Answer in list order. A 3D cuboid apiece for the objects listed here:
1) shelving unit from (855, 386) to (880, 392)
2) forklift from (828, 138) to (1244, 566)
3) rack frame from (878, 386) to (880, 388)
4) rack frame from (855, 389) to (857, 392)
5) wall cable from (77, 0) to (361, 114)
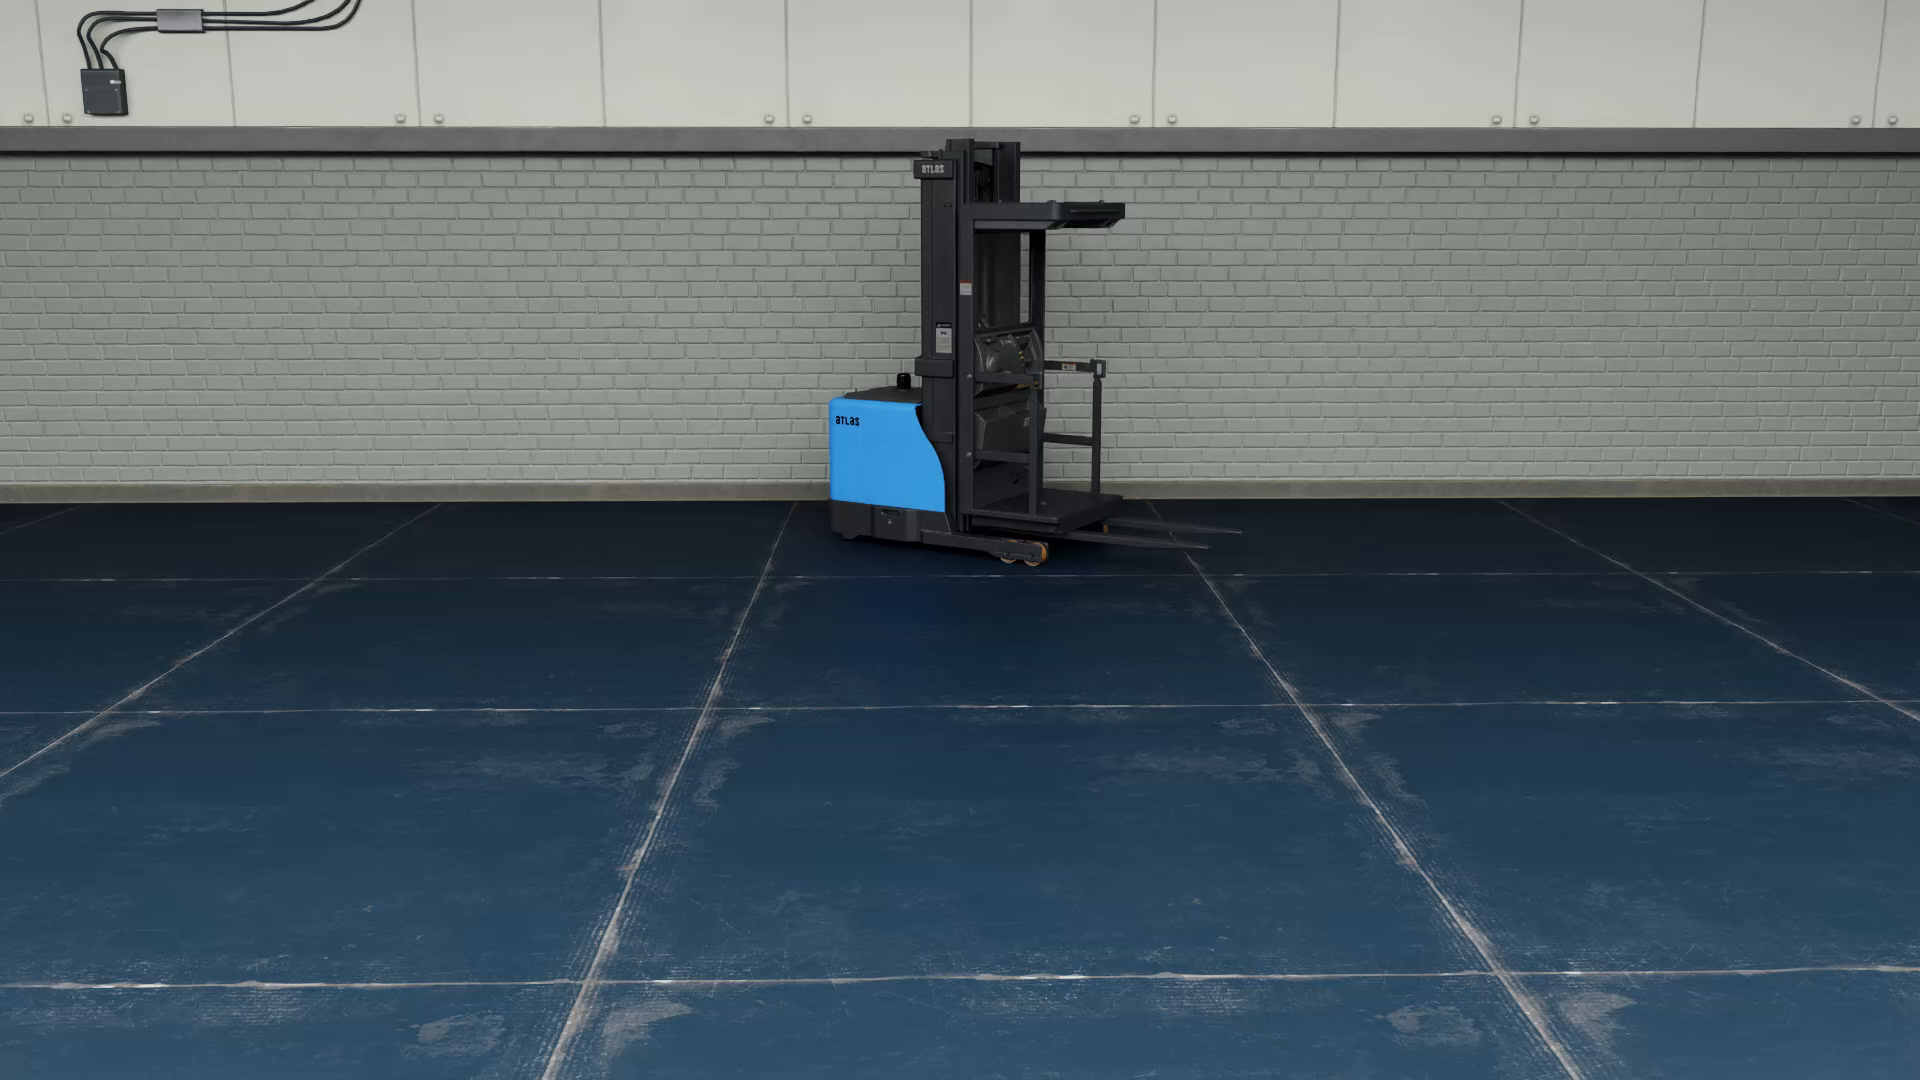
[{"bbox_3d":[-0.672,-0.688,13.309,0.215,1.050,0.252,11,16,43],"label":"shelving unit"},{"bbox_3d":[0.536,-1.373,11.957,3.031,2.935,1.130,7,13,30],"label":"forklift"},{"bbox_3d":[-0.588,-0.705,13.396,0.200,1.050,0.008,11,16,43],"label":"rack frame"},{"bbox_3d":[-0.756,-0.670,13.223,0.200,1.050,0.008,11,16,43],"label":"rack frame"},{"bbox_3d":[-5.904,-6.388,12.861,2.305,6.003,0.169,0,11,-1],"label":"wall cable"}]
